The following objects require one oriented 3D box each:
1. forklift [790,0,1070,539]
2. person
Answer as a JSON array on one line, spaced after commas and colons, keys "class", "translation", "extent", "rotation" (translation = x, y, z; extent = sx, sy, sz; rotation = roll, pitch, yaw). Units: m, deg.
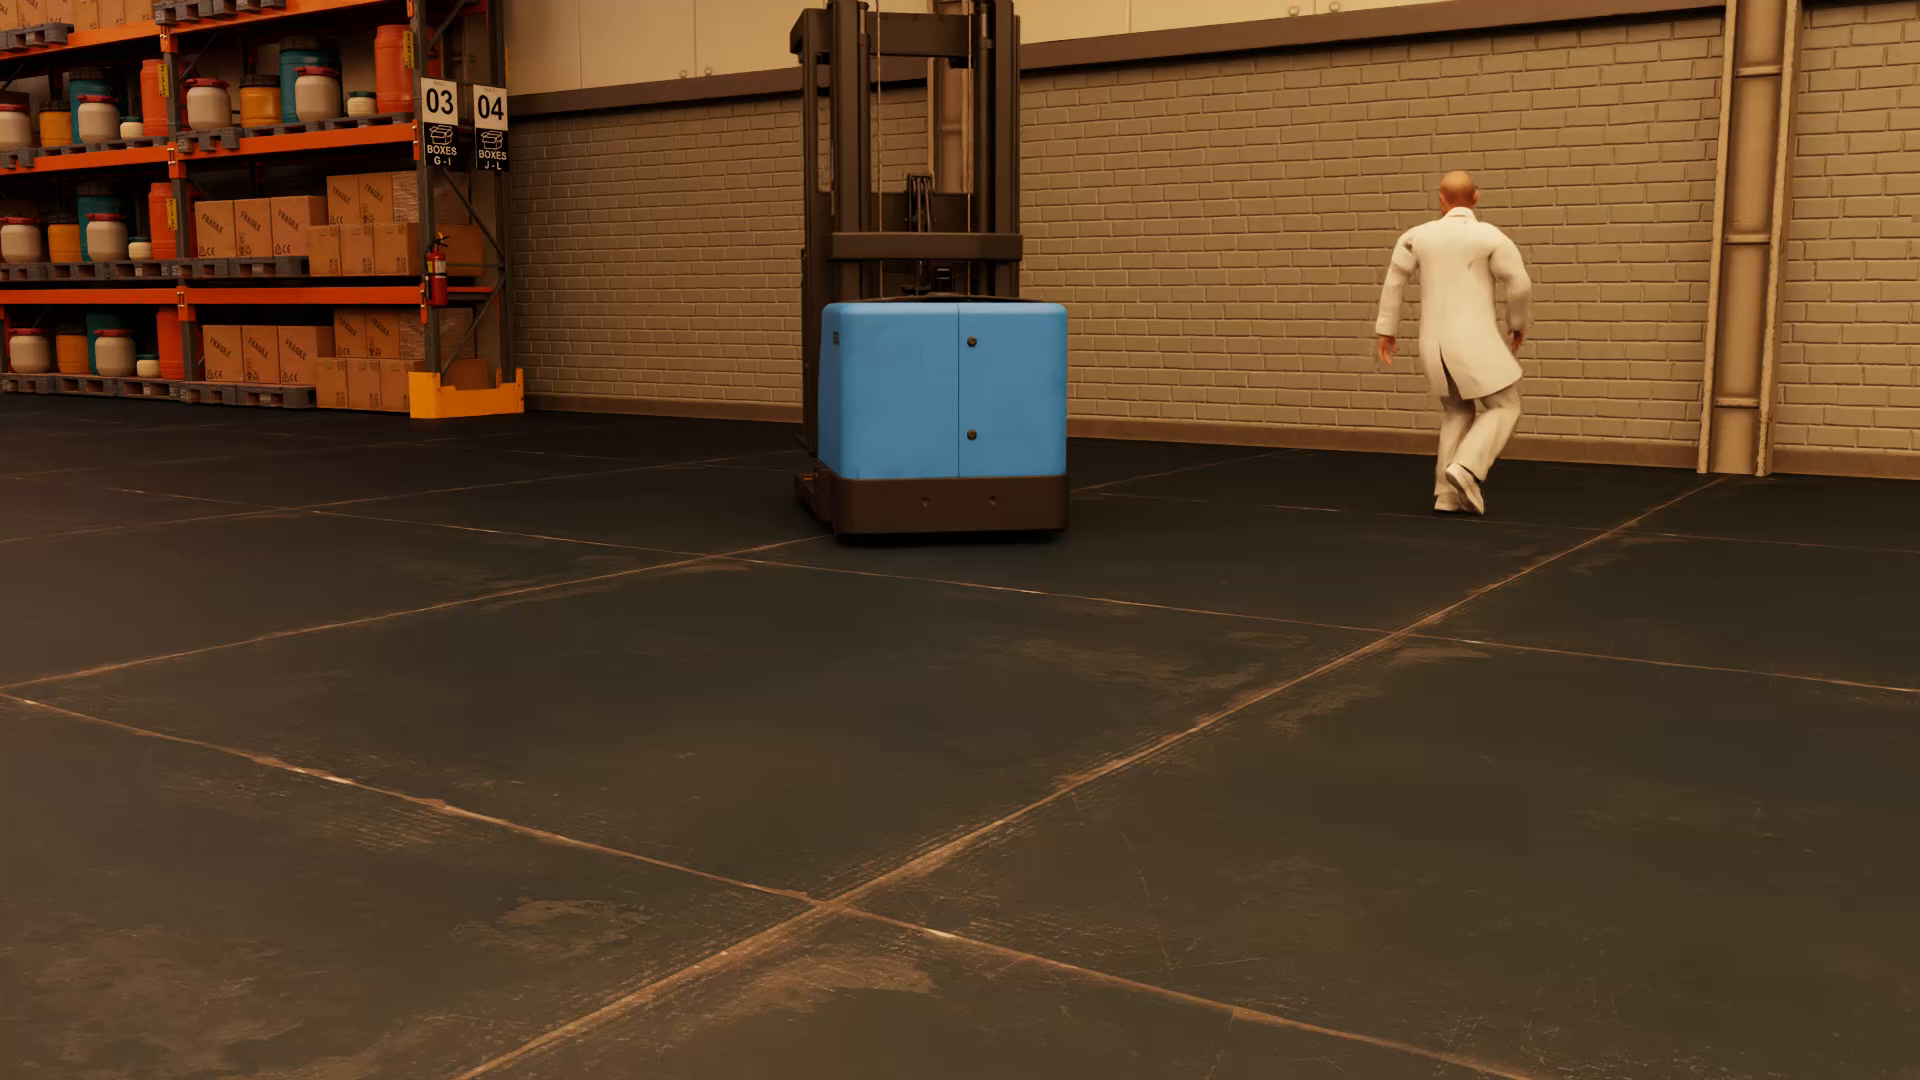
[{"class": "forklift", "translation": [-0.287, -1.626, 8.625], "extent": [1.130, 2.935, 3.031], "rotation": [-2, 8, -11]}, {"class": "person", "translation": [2.550, -1.005, 8.537], "extent": [0.553, 1.736, 0.804], "rotation": [-6, 10, -37]}]
